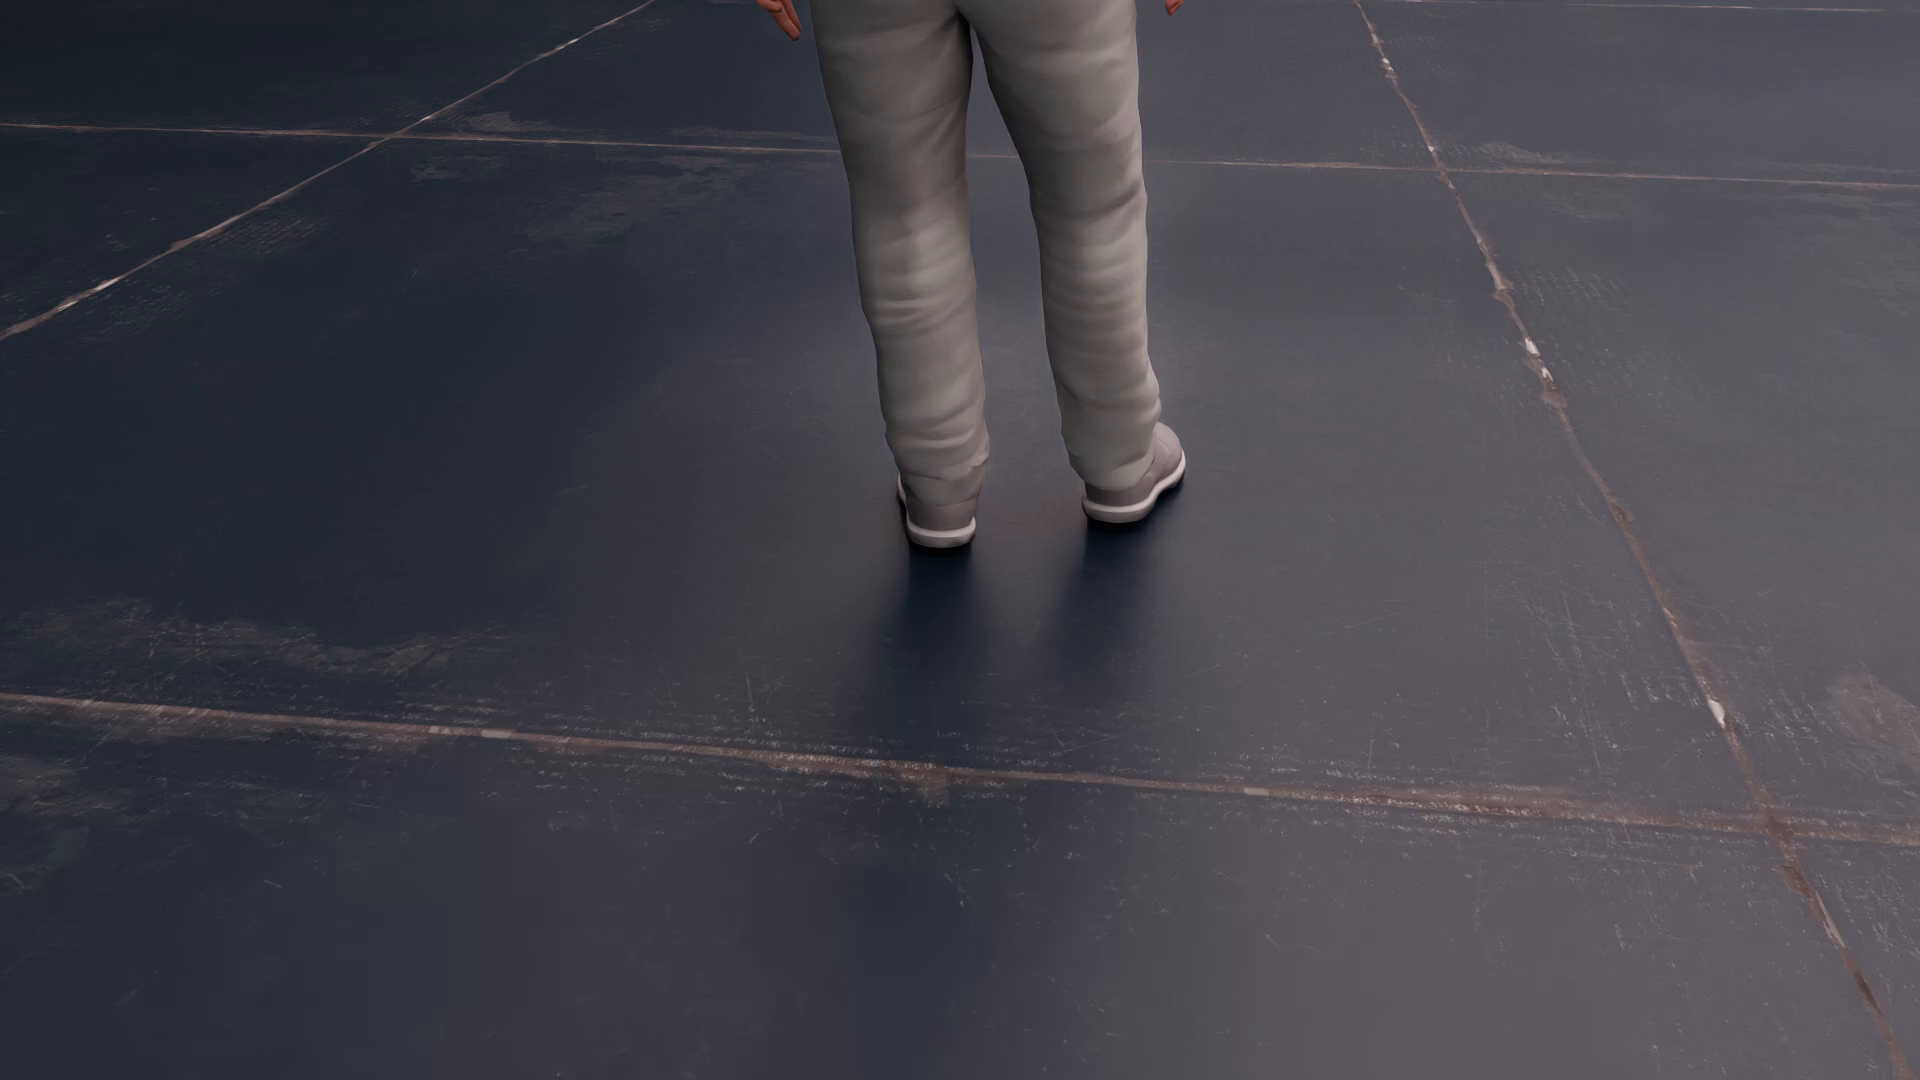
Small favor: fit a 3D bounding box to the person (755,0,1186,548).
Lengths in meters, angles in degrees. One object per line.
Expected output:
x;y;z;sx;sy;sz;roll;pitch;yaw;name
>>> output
0.022;-0.838;2.167;0.641;1.780;0.574;3;27;7;person
